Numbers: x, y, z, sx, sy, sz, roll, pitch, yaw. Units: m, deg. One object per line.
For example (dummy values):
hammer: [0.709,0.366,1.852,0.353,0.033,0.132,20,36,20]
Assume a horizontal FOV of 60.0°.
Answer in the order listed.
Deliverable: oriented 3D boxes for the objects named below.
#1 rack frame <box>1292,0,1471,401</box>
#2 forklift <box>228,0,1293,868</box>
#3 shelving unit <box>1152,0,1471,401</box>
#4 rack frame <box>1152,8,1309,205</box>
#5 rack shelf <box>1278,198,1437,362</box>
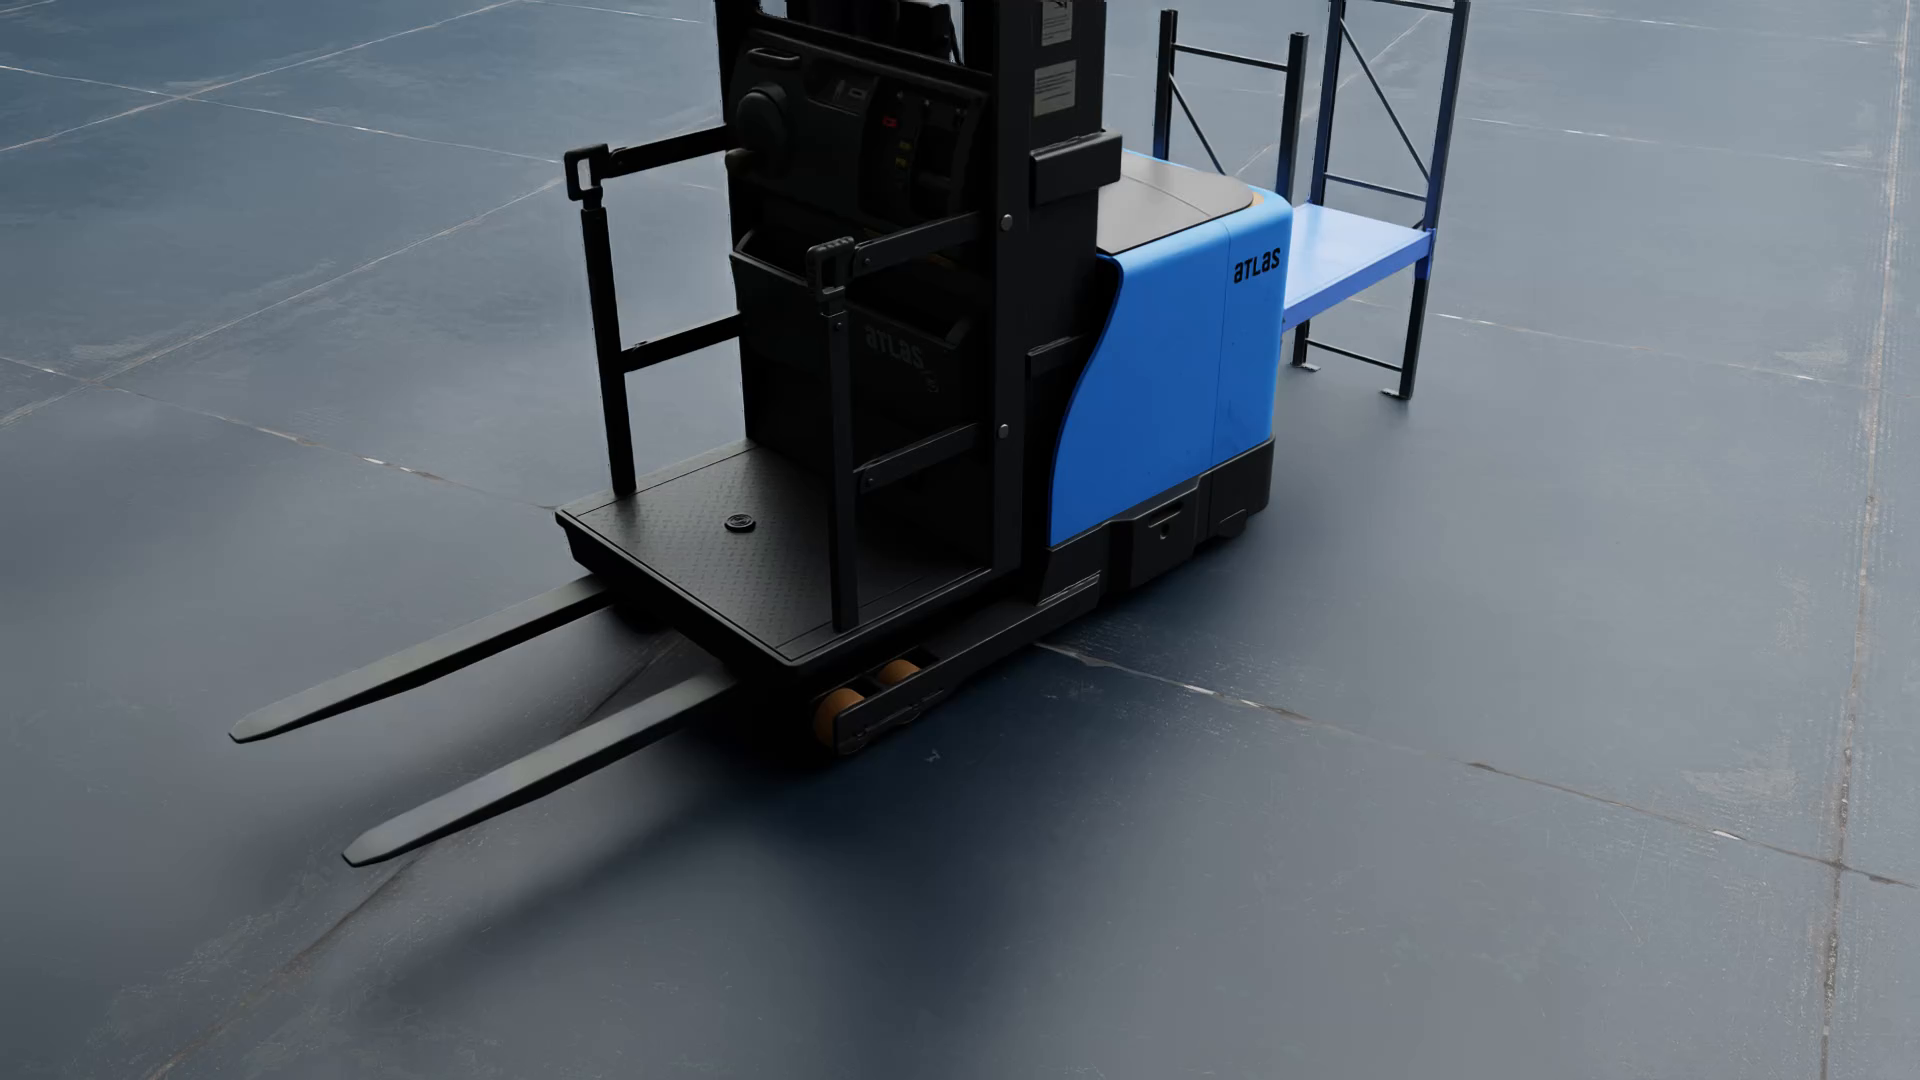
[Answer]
rack frame: [1.481,-1.254,5.927,0.500,1.500,0.032,24,38,35]
forklift: [-0.431,-1.012,4.068,3.031,2.935,1.130,-25,38,-36]
shelving unit: [1.142,-1.065,5.598,0.538,1.500,1.048,24,38,35]
rack frame: [0.804,-0.876,5.270,0.500,1.500,0.032,24,38,35]
rack shelf: [1.142,-0.909,5.688,0.538,0.185,1.000,24,38,35]
